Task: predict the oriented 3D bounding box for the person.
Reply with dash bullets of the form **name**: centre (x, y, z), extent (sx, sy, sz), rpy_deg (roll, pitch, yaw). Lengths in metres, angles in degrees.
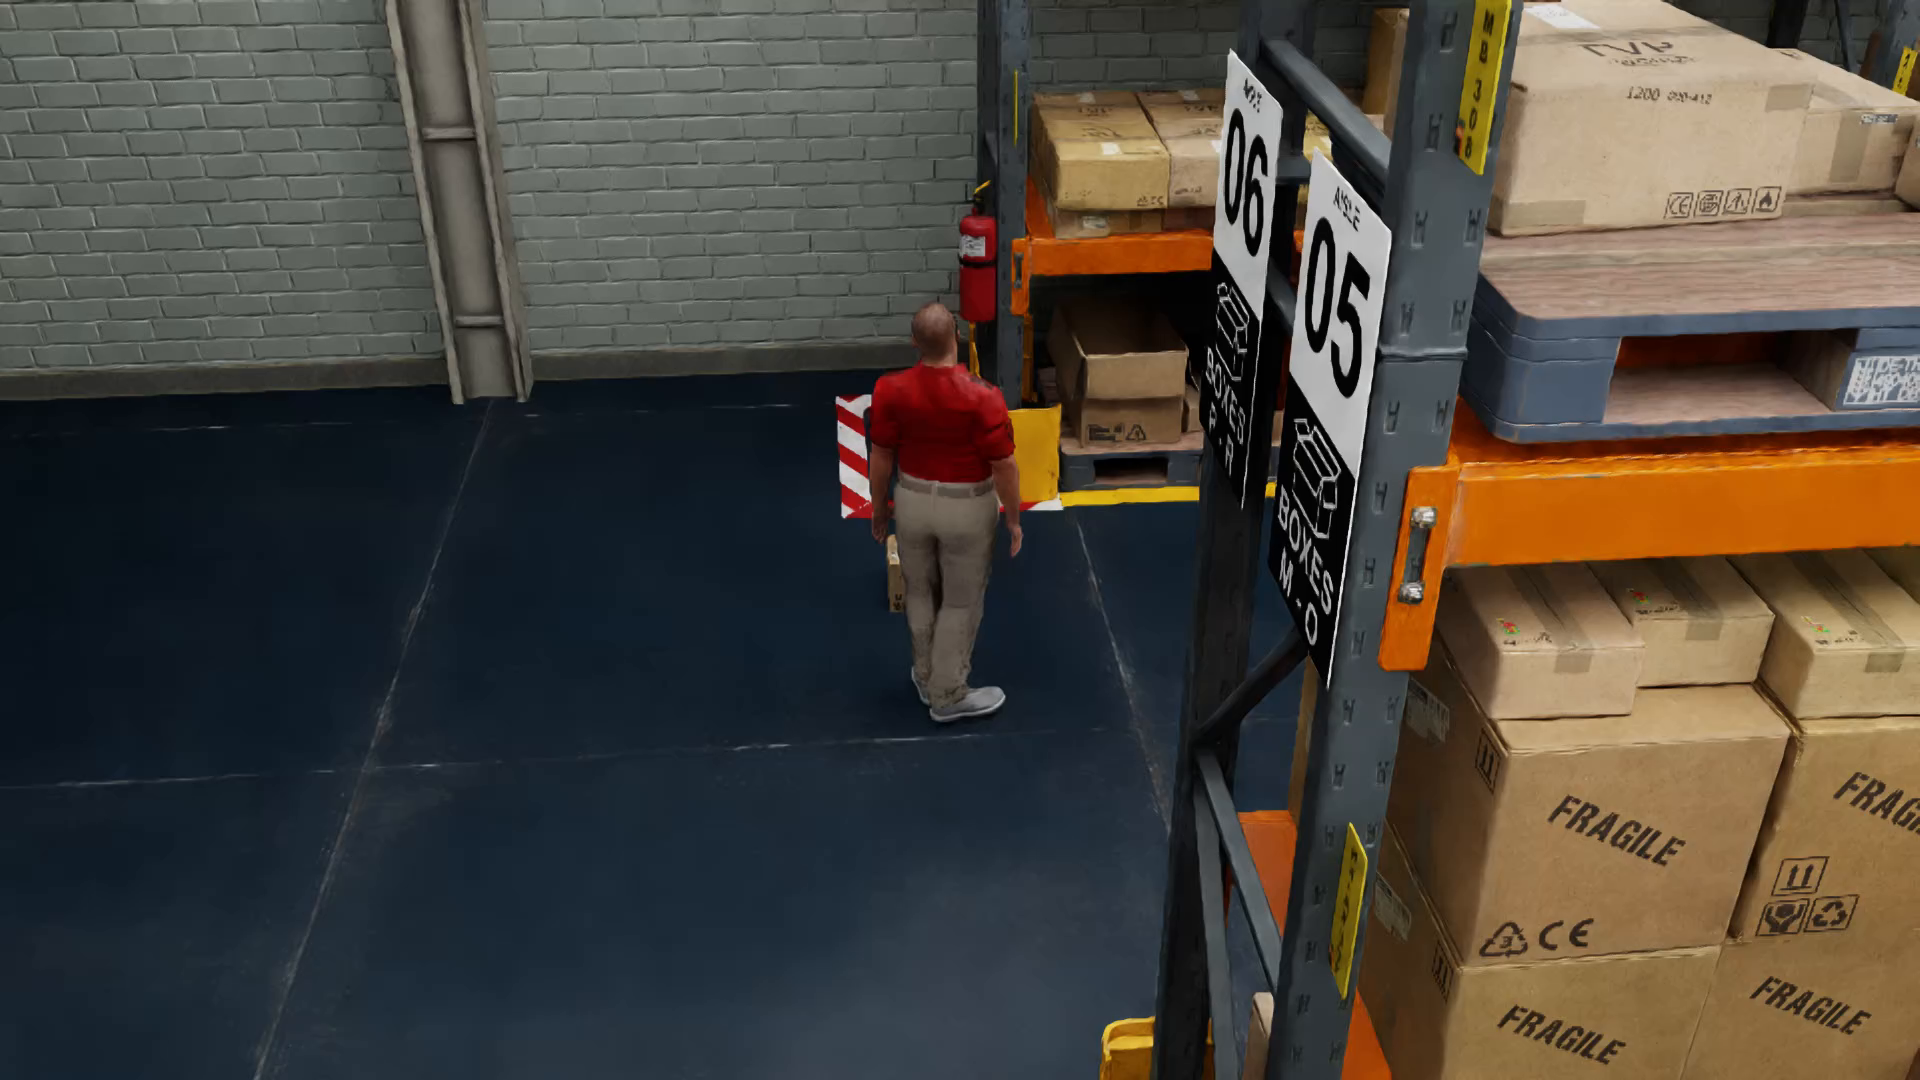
- **person**: centre (-0.047, -0.104, 6.305), extent (0.591, 1.726, 0.411), rpy_deg (9, 32, 15)
